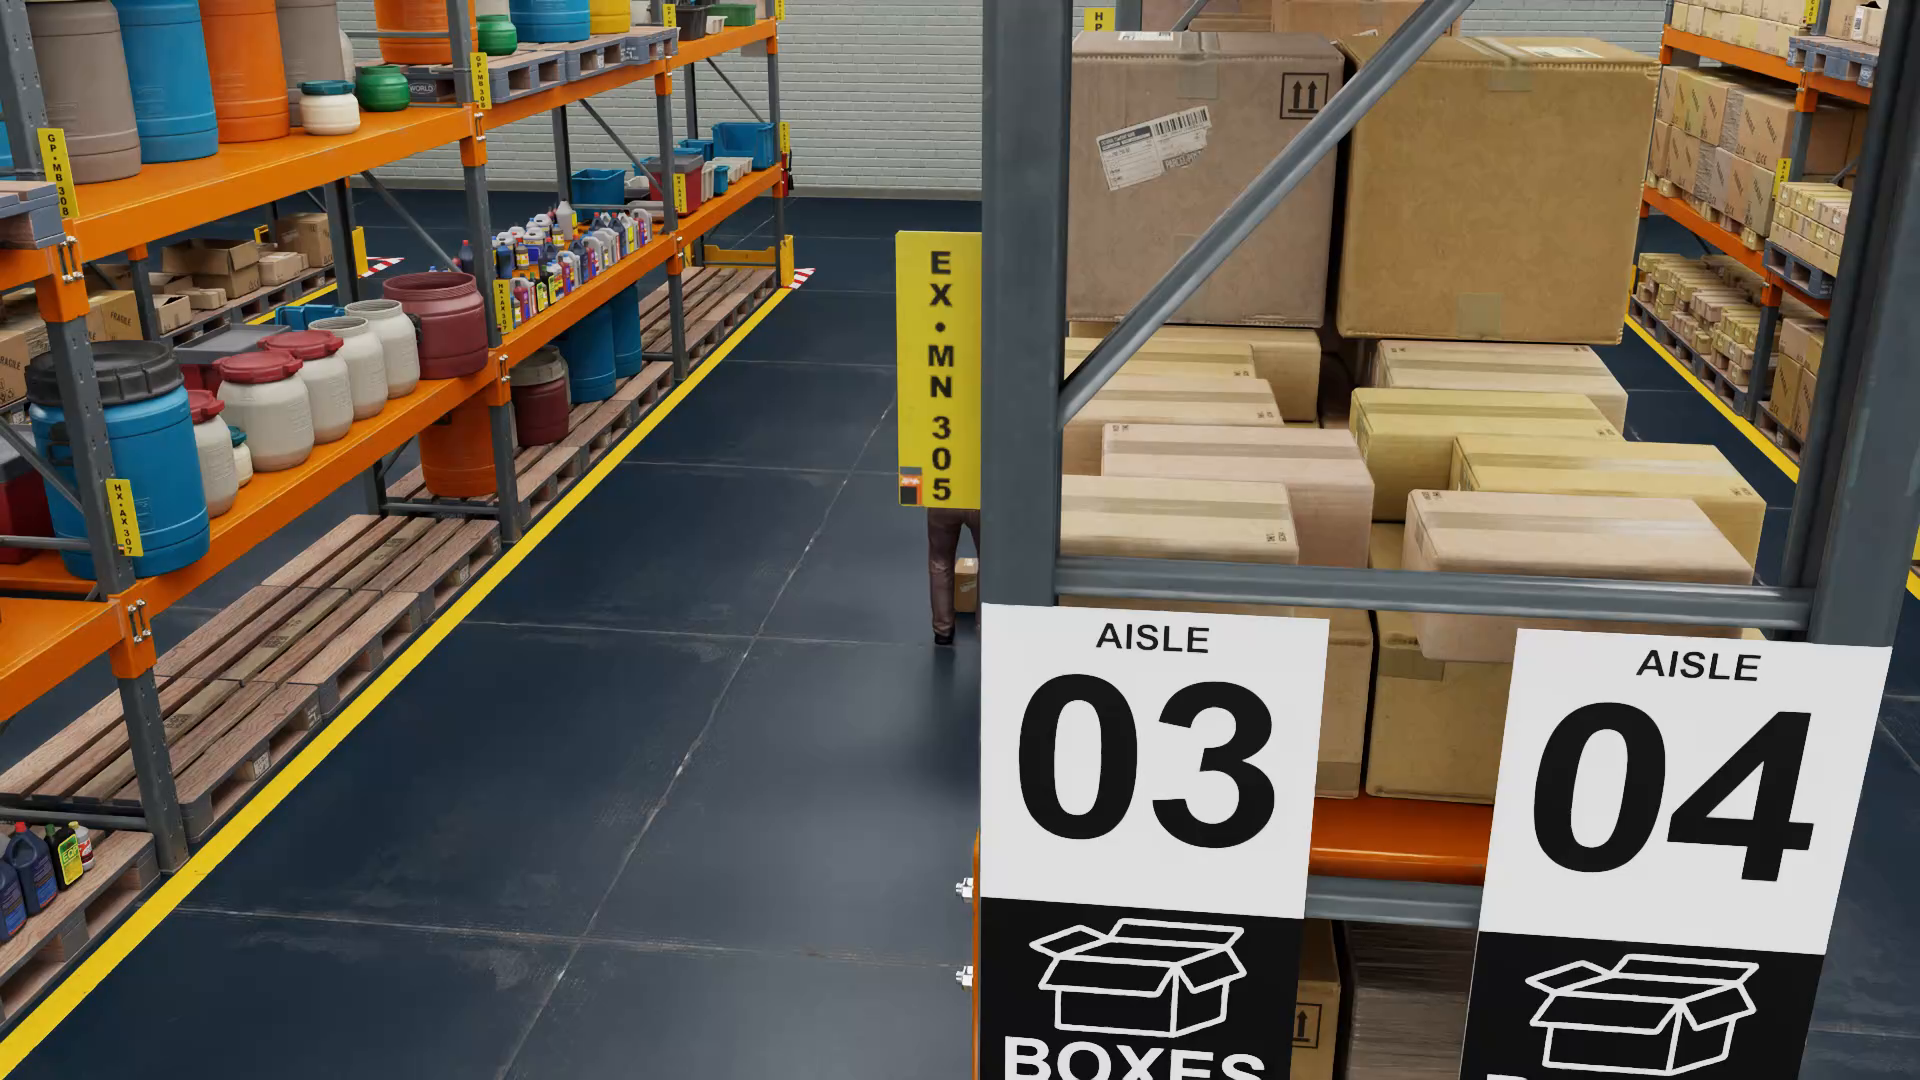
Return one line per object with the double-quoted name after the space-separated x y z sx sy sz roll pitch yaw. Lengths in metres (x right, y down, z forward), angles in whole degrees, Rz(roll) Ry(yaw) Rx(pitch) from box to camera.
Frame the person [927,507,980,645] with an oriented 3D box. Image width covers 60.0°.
0.005 -0.217 9.257 0.556 1.679 0.423 3 21 8 "person"
